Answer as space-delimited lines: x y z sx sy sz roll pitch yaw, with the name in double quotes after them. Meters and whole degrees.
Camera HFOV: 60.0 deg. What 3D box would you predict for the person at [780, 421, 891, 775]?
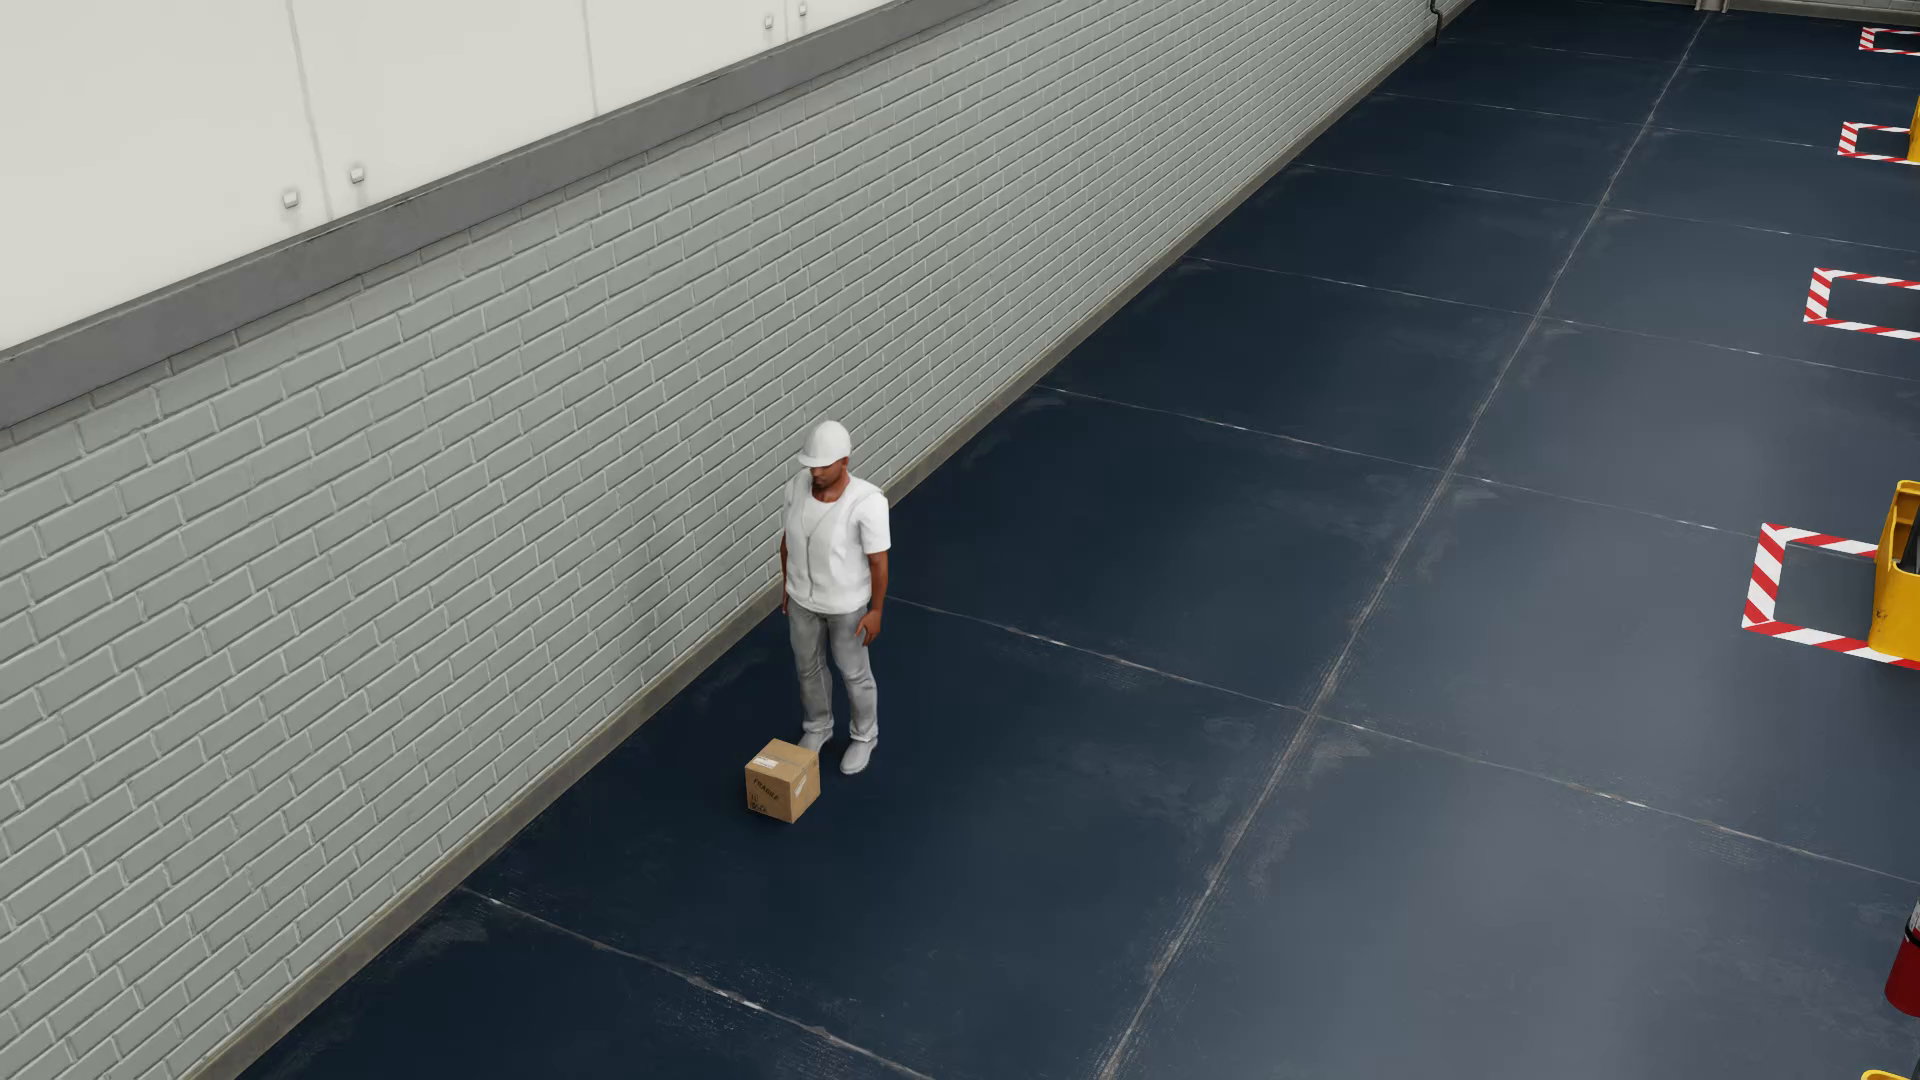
-0.607 0.281 7.795 0.577 1.783 0.411 15 33 25 "person"
